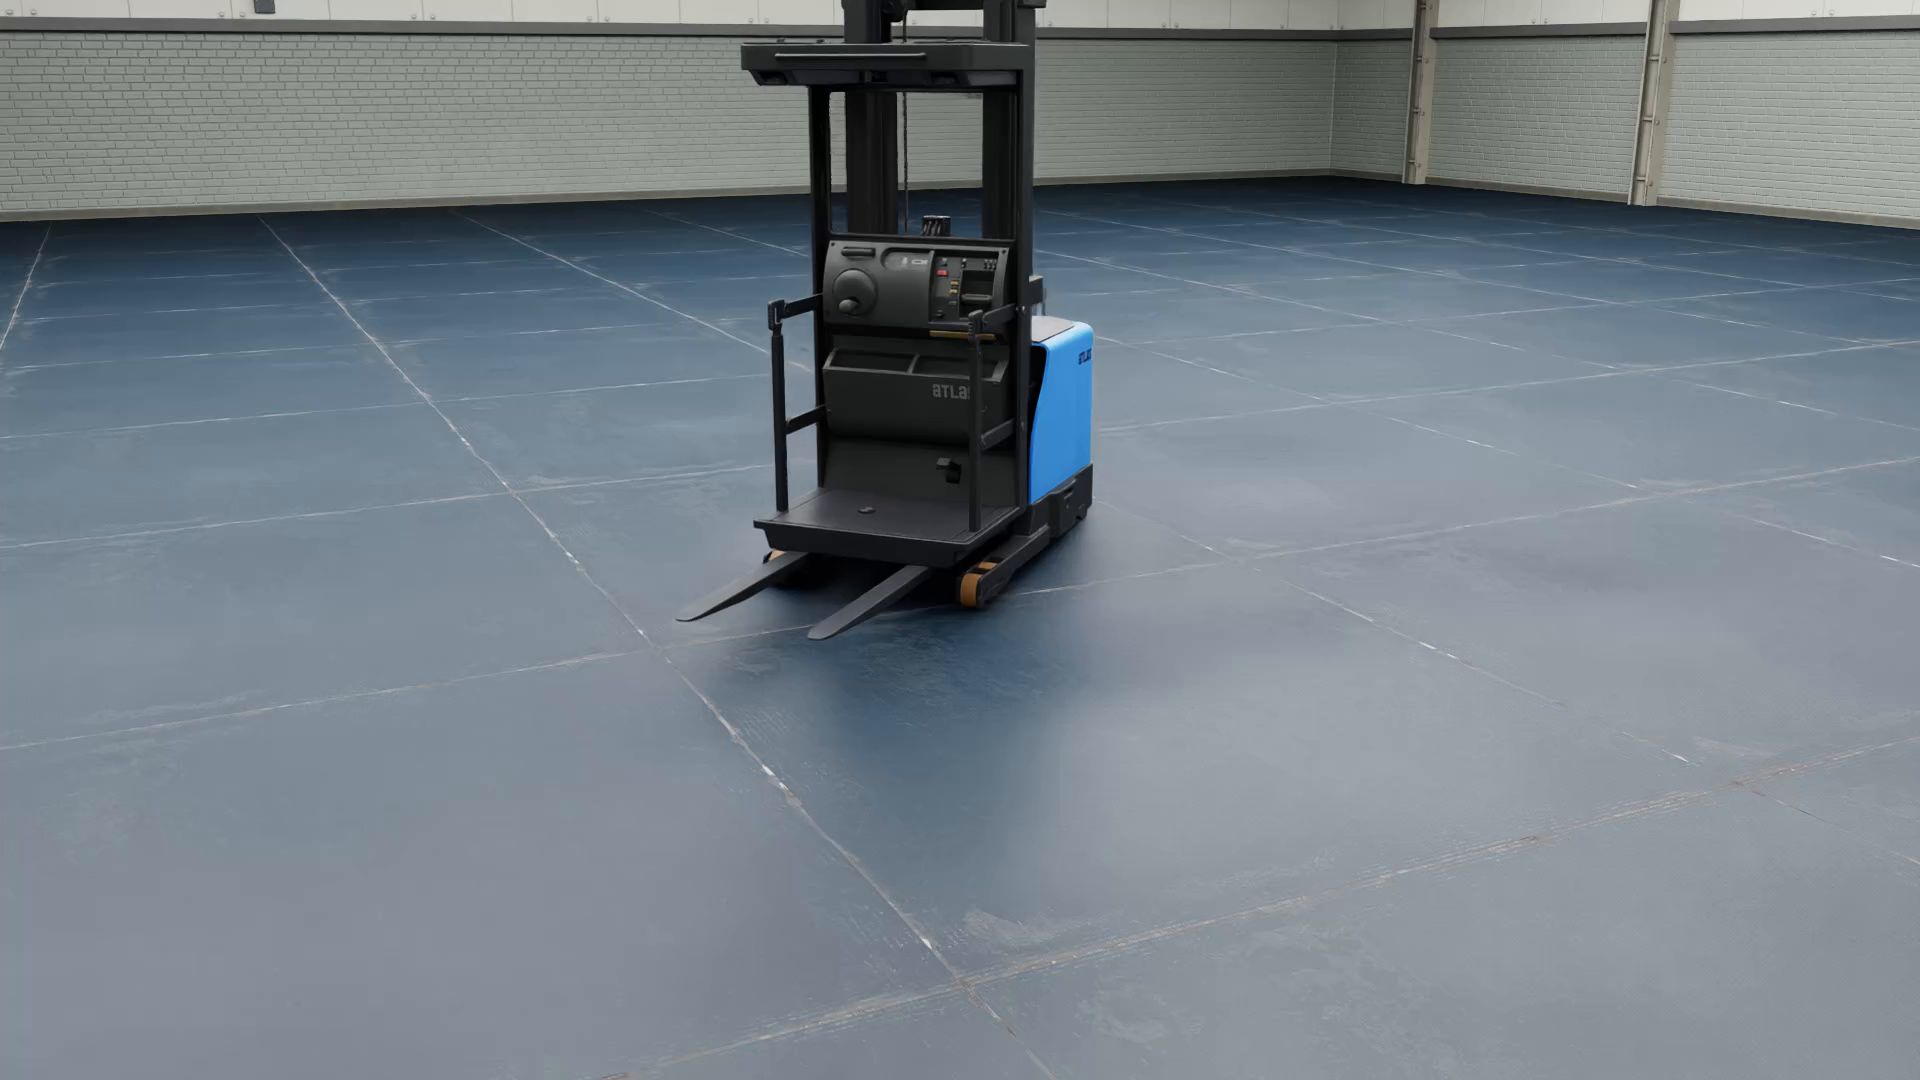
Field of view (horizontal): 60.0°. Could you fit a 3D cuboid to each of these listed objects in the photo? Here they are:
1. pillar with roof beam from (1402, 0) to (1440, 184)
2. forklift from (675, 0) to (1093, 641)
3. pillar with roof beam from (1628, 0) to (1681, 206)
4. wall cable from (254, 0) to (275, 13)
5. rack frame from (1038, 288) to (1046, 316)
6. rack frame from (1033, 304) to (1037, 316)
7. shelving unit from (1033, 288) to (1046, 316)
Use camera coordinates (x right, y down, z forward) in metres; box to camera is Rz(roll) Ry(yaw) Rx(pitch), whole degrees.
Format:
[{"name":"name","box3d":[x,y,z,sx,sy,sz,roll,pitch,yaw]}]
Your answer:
[{"name":"pillar with roof beam","box3d":[5.575,-11.225,31.553,9.100,9.000,0.400,-8,18,-25]},{"name":"forklift","box3d":[-0.292,-1.222,7.697,1.130,2.935,3.031,6,17,21]},{"name":"pillar with roof beam","box3d":[8.204,-9.737,26.369,9.100,9.000,0.400,-8,18,-25]},{"name":"wall cable","box3d":[-10.432,-11.607,26.719,2.305,6.003,0.169,-8,18,-25]},{"name":"rack frame","box3d":[0.355,-0.841,9.512,0.240,1.200,0.006,5,12,17]},{"name":"rack frame","box3d":[0.299,-0.808,9.341,0.240,1.200,0.006,5,12,17]},{"name":"shelving unit","box3d":[0.327,-0.825,9.426,0.258,1.200,0.189,5,12,17]}]
